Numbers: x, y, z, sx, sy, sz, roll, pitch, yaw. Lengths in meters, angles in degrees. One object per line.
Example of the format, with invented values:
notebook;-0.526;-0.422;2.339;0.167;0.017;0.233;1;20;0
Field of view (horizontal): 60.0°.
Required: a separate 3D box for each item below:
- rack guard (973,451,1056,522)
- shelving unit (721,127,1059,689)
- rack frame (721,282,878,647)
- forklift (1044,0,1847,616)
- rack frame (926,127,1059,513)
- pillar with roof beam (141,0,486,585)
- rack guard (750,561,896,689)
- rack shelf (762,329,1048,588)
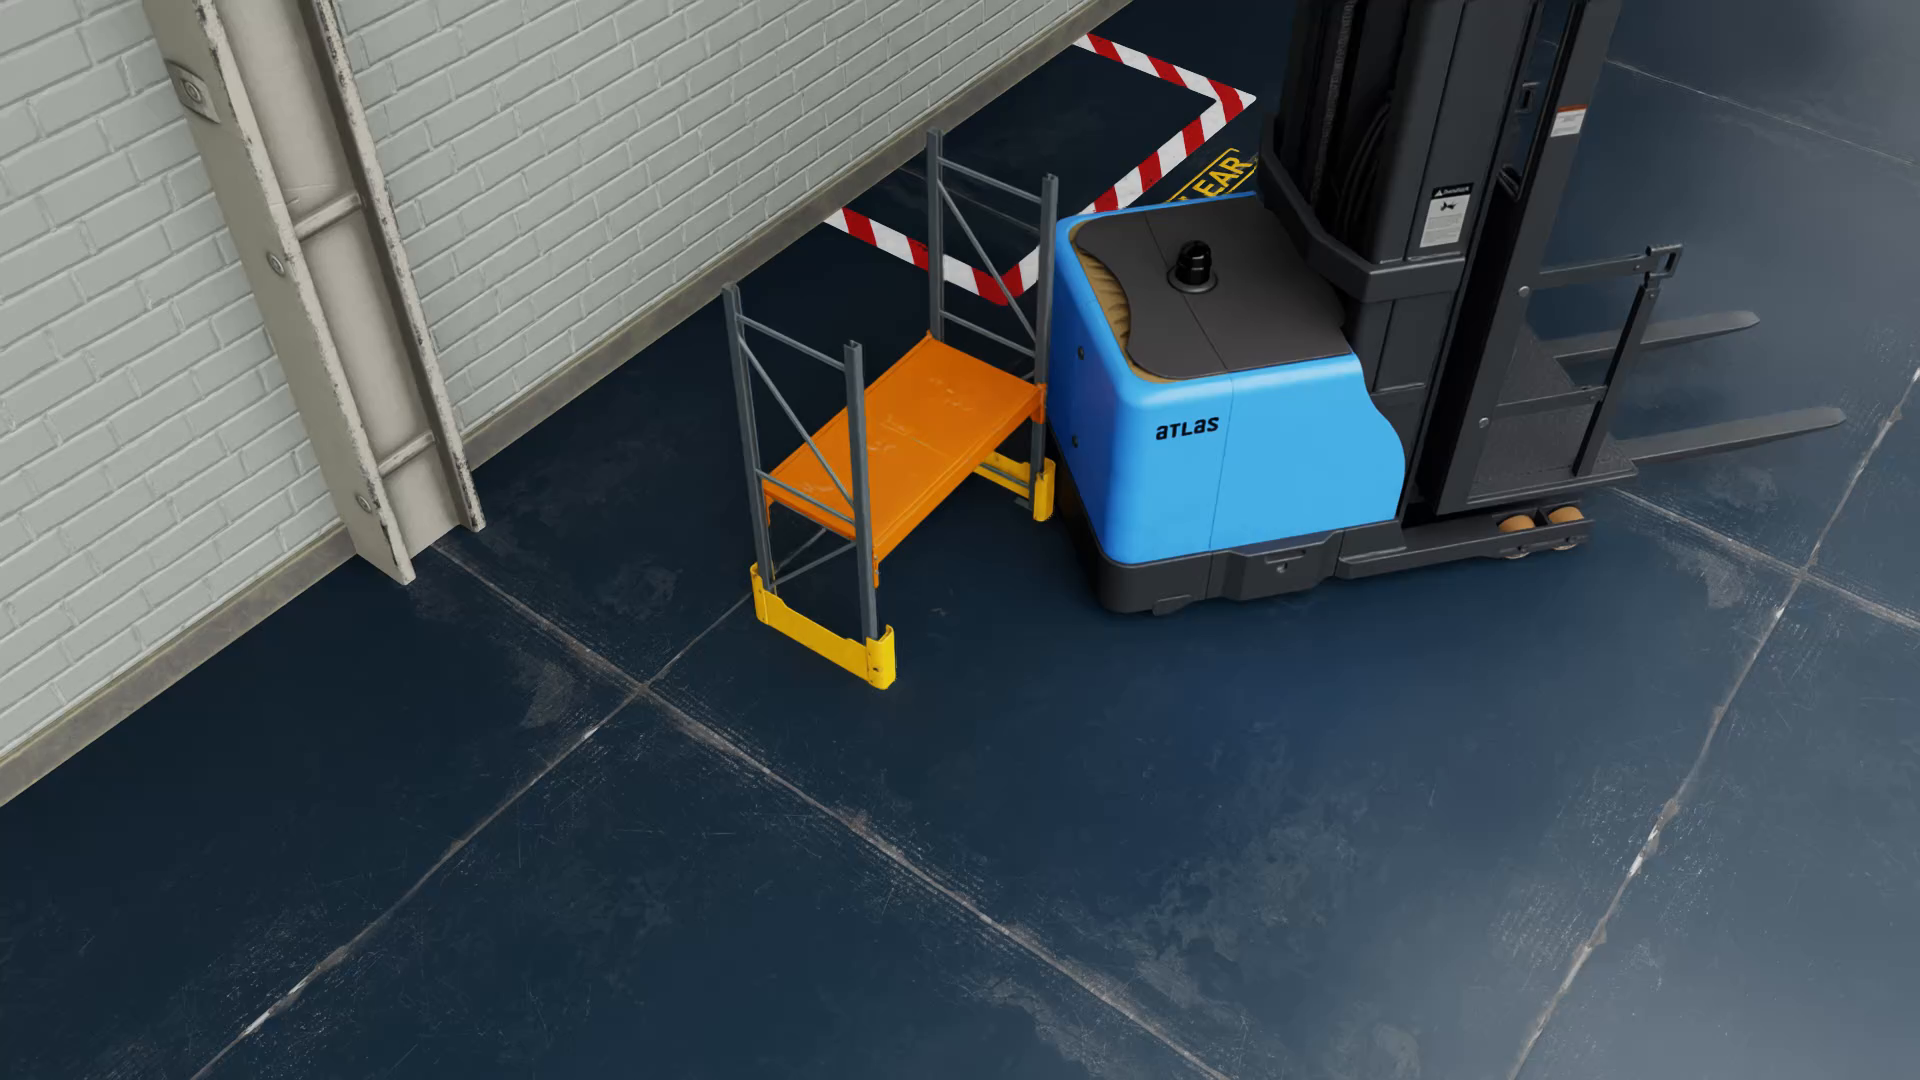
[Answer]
rack guard;0.100;-0.296;6.360;0.587;0.250;0.087;27;52;24
shelving unit;-0.189;-0.435;5.629;0.587;1.500;1.083;27;52;24
rack frame;-0.490;-0.131;5.338;0.500;1.500;0.032;27;52;24
forklift;1.862;-1.307;5.472;3.031;2.935;1.130;-10;47;-9
rack frame;0.101;-0.729;5.909;0.500;1.500;0.032;27;52;24
pillar with roof beam;1.372;-1.218;1.191;9.100;9.000;0.400;29;53;25
rack guard;-0.479;0.289;5.801;0.587;0.250;0.087;27;52;24
rack shelf;-0.194;-0.306;5.754;0.538;0.185;1.000;27;52;24
